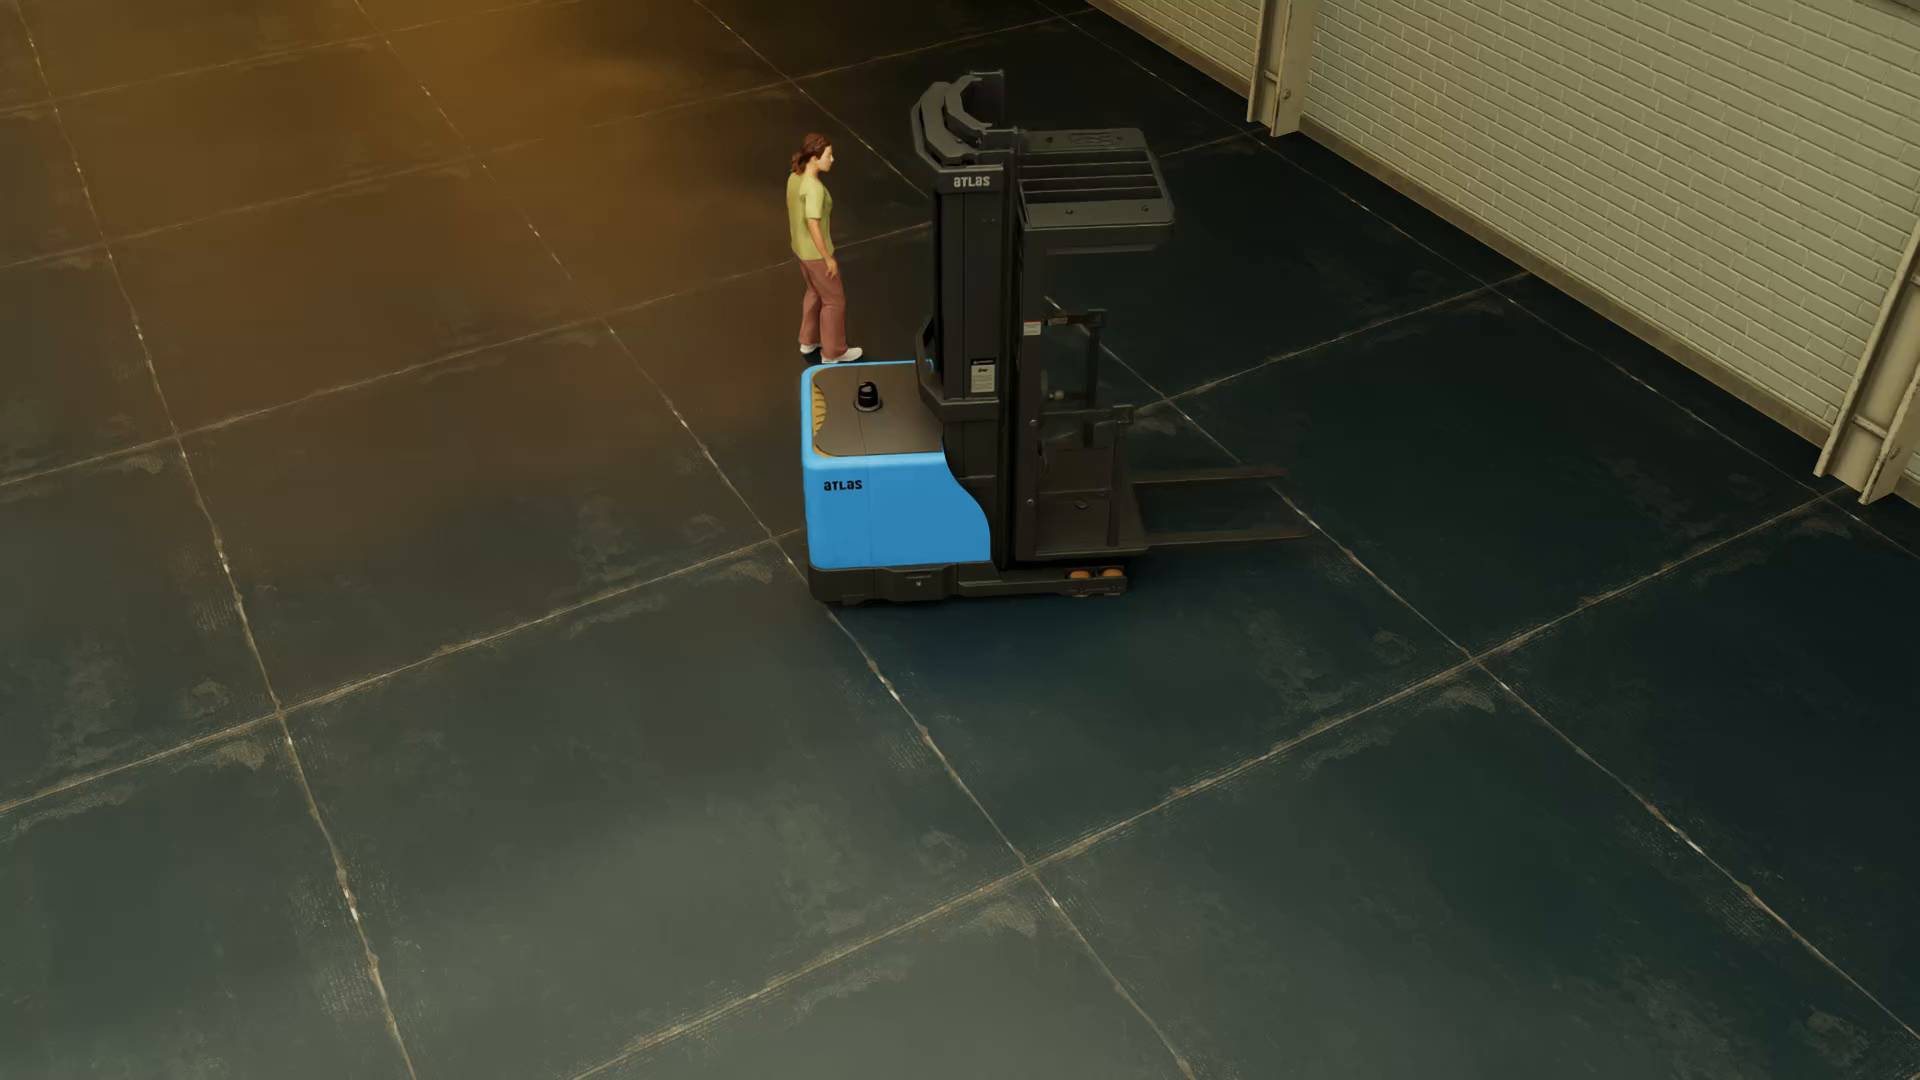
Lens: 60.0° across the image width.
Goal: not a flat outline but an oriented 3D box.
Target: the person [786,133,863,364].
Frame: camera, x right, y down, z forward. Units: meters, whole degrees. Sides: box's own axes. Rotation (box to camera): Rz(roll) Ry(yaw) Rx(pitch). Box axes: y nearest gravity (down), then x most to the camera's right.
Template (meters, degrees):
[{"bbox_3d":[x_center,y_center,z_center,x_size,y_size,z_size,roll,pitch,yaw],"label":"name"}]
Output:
[{"bbox_3d":[-0.949,-2.002,11.441,0.405,1.667,0.592,-17,43,-20],"label":"person"}]

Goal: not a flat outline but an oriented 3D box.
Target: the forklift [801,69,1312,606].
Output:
[{"bbox_3d":[0.586,-1.119,9.385,3.031,2.935,1.130,-3,40,-4],"label":"forklift"}]
